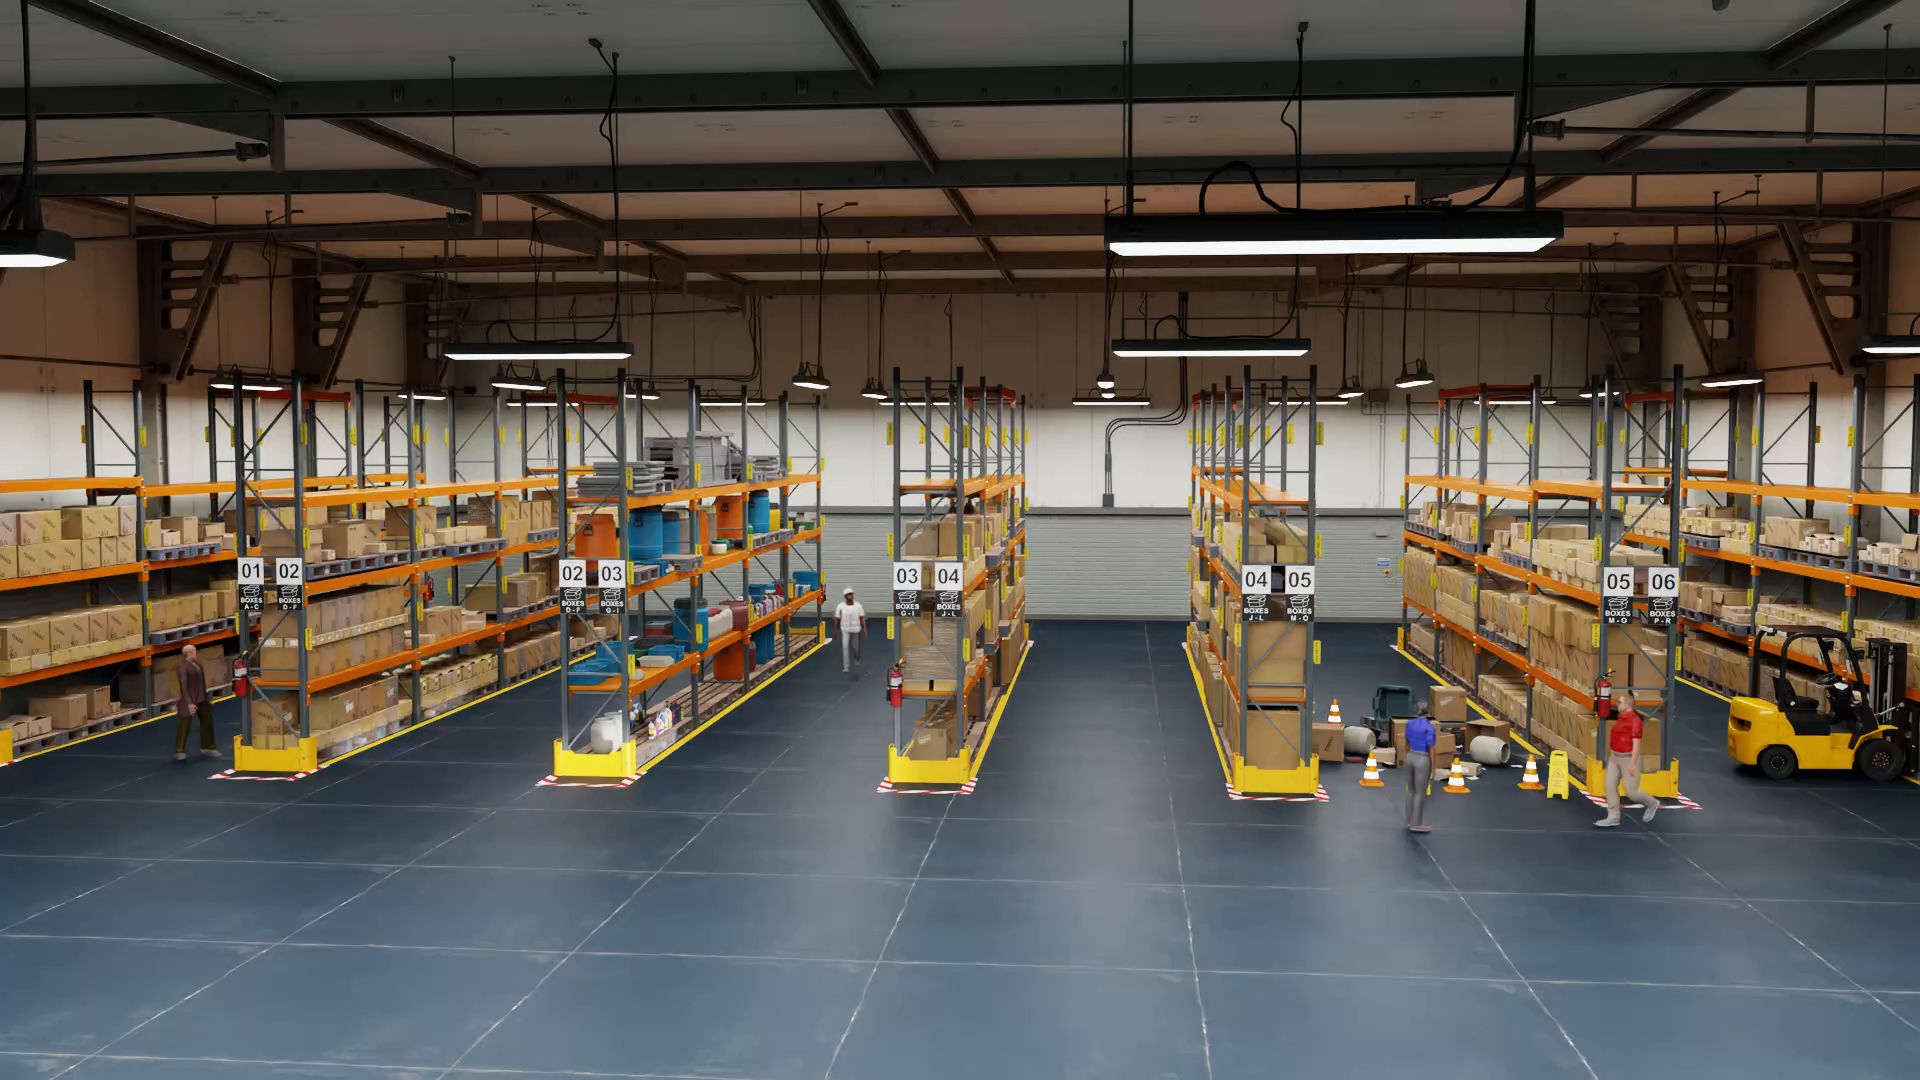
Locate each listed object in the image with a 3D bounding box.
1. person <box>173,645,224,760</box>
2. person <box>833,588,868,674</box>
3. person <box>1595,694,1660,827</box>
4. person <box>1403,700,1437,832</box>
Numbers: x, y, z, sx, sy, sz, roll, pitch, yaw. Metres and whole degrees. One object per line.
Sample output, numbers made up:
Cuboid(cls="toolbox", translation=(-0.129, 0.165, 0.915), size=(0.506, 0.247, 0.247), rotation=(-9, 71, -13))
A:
Cuboid(cls="person", translation=(-11.896, 2.529, 25.838), size=(0.546, 1.830, 0.685), rotation=(1, 4, 15))
Cuboid(cls="person", translation=(-2.247, 1.853, 34.107), size=(0.725, 1.721, 1.079), rotation=(0, 4, 1))
Cuboid(cls="person", translation=(8.567, 2.820, 21.248), size=(0.752, 1.705, 0.501), rotation=(-2, 4, -24))
Cuboid(cls="person", translation=(5.855, 2.860, 21.084), size=(0.395, 1.673, 0.464), rotation=(-2, 4, -32))
